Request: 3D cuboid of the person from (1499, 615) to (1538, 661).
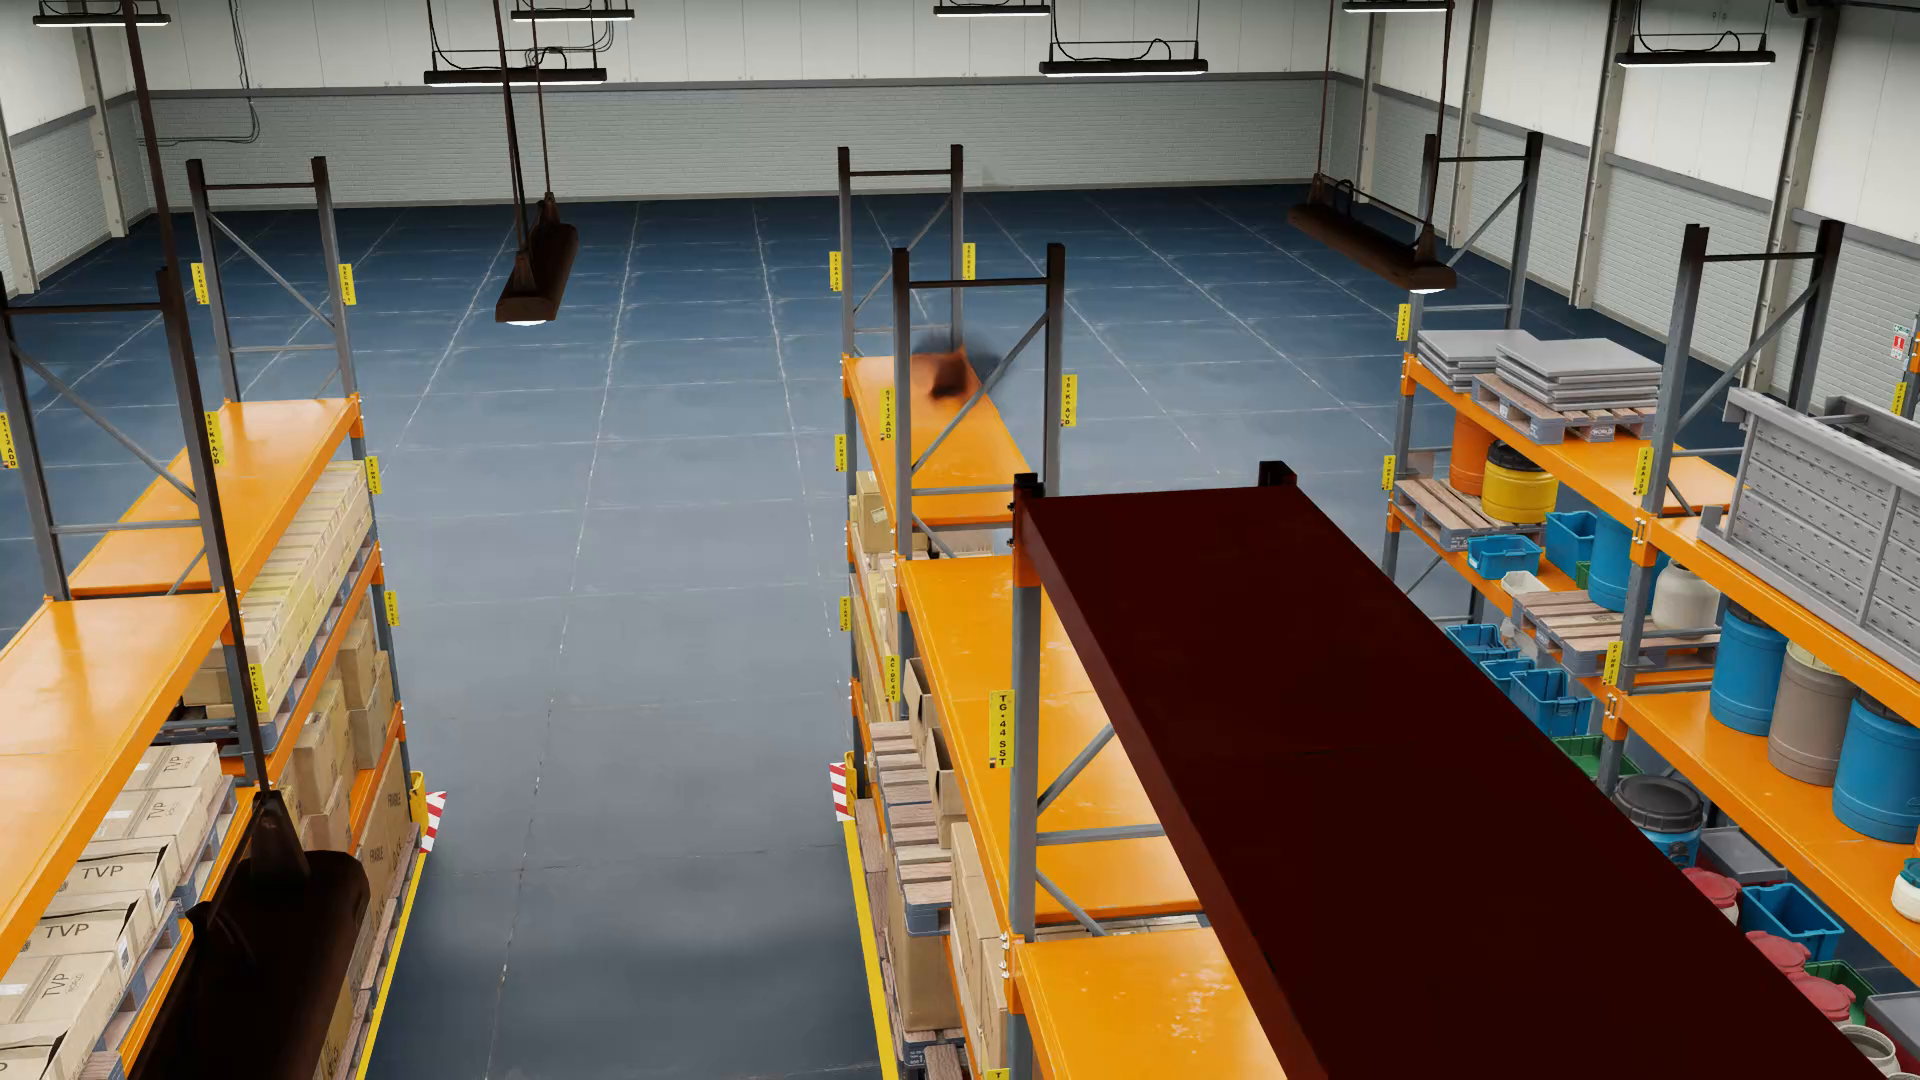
[{"bbox_3d":[5.528,1.187,16.446,0.577,1.627,0.614,-13,25,-29],"label":"person"}]
